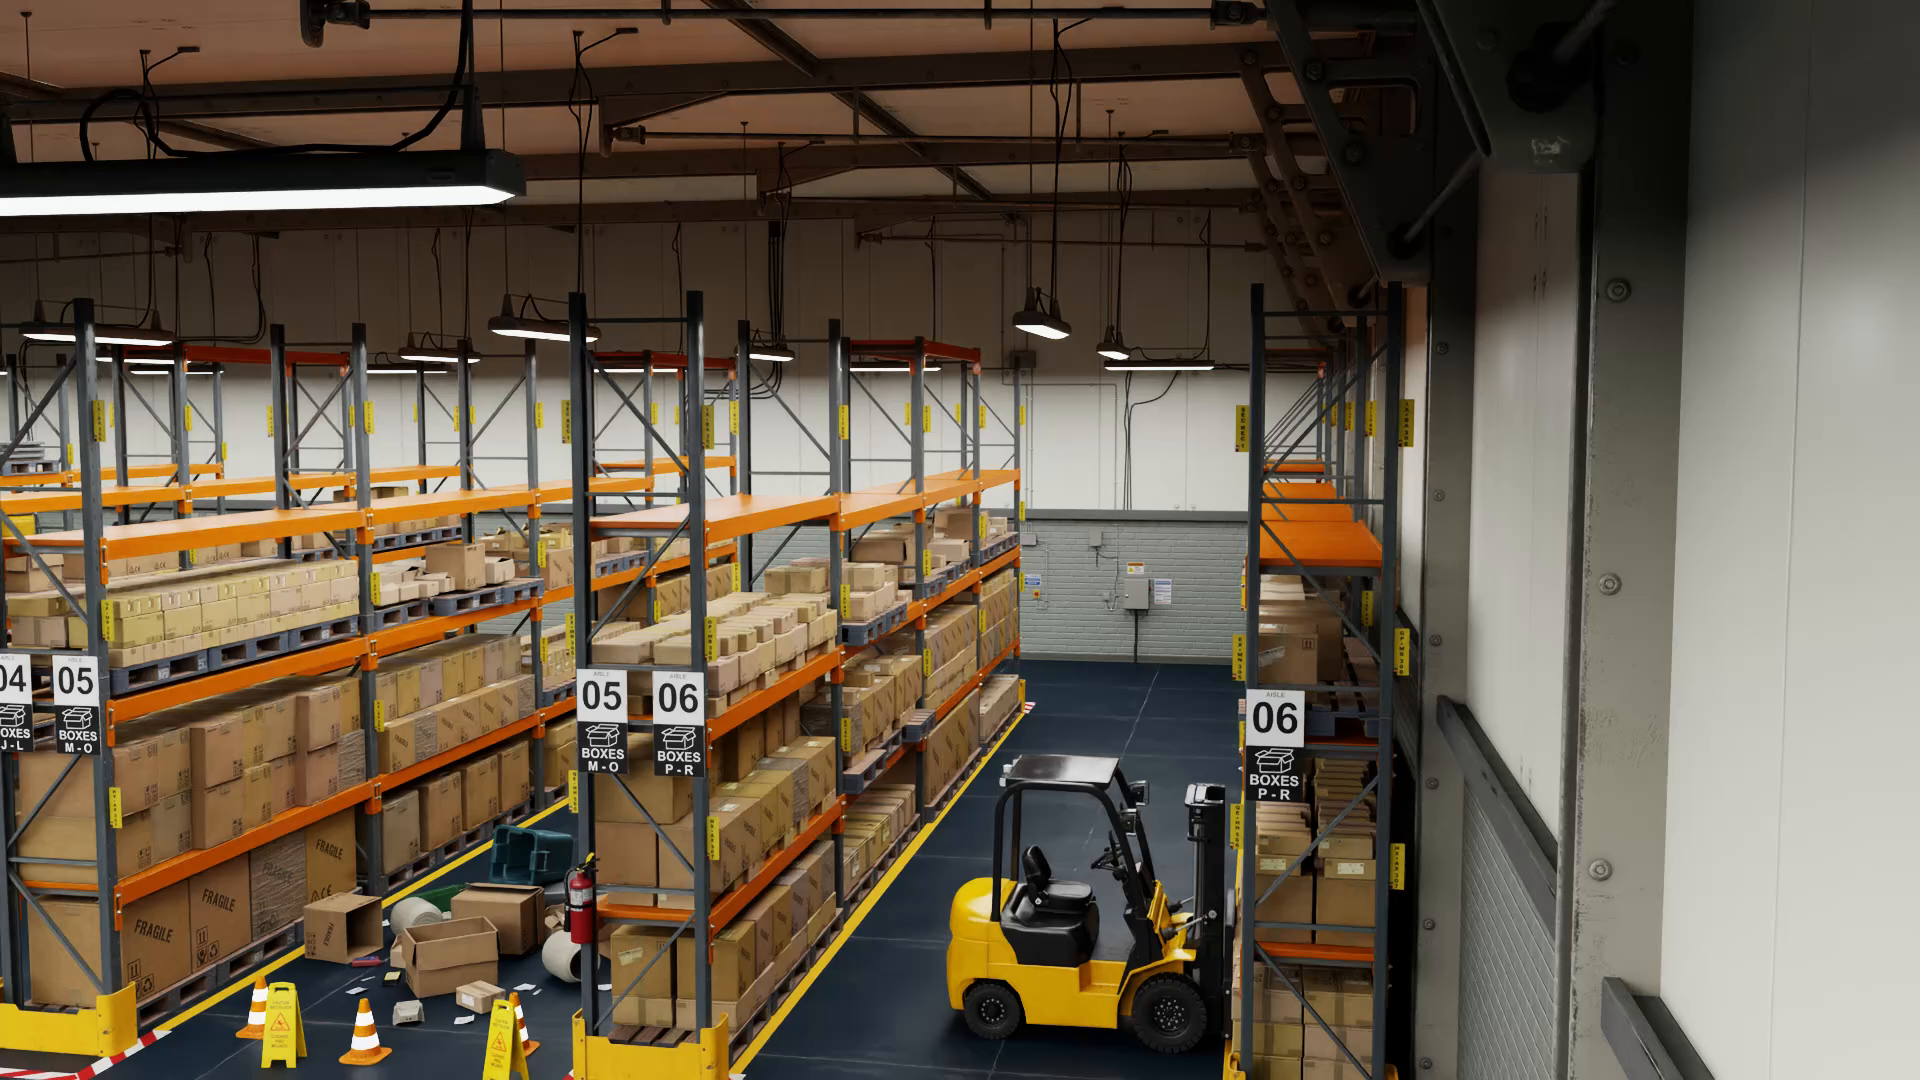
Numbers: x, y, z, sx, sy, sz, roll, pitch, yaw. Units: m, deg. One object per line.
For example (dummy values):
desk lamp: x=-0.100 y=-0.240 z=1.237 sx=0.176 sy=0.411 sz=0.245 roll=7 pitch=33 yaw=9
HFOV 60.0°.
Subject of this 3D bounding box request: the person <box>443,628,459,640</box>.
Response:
person: x=-8.109 y=2.209 z=26.288 sx=0.517 sy=1.673 sz=0.422 roll=1 pitch=5 yaw=11
